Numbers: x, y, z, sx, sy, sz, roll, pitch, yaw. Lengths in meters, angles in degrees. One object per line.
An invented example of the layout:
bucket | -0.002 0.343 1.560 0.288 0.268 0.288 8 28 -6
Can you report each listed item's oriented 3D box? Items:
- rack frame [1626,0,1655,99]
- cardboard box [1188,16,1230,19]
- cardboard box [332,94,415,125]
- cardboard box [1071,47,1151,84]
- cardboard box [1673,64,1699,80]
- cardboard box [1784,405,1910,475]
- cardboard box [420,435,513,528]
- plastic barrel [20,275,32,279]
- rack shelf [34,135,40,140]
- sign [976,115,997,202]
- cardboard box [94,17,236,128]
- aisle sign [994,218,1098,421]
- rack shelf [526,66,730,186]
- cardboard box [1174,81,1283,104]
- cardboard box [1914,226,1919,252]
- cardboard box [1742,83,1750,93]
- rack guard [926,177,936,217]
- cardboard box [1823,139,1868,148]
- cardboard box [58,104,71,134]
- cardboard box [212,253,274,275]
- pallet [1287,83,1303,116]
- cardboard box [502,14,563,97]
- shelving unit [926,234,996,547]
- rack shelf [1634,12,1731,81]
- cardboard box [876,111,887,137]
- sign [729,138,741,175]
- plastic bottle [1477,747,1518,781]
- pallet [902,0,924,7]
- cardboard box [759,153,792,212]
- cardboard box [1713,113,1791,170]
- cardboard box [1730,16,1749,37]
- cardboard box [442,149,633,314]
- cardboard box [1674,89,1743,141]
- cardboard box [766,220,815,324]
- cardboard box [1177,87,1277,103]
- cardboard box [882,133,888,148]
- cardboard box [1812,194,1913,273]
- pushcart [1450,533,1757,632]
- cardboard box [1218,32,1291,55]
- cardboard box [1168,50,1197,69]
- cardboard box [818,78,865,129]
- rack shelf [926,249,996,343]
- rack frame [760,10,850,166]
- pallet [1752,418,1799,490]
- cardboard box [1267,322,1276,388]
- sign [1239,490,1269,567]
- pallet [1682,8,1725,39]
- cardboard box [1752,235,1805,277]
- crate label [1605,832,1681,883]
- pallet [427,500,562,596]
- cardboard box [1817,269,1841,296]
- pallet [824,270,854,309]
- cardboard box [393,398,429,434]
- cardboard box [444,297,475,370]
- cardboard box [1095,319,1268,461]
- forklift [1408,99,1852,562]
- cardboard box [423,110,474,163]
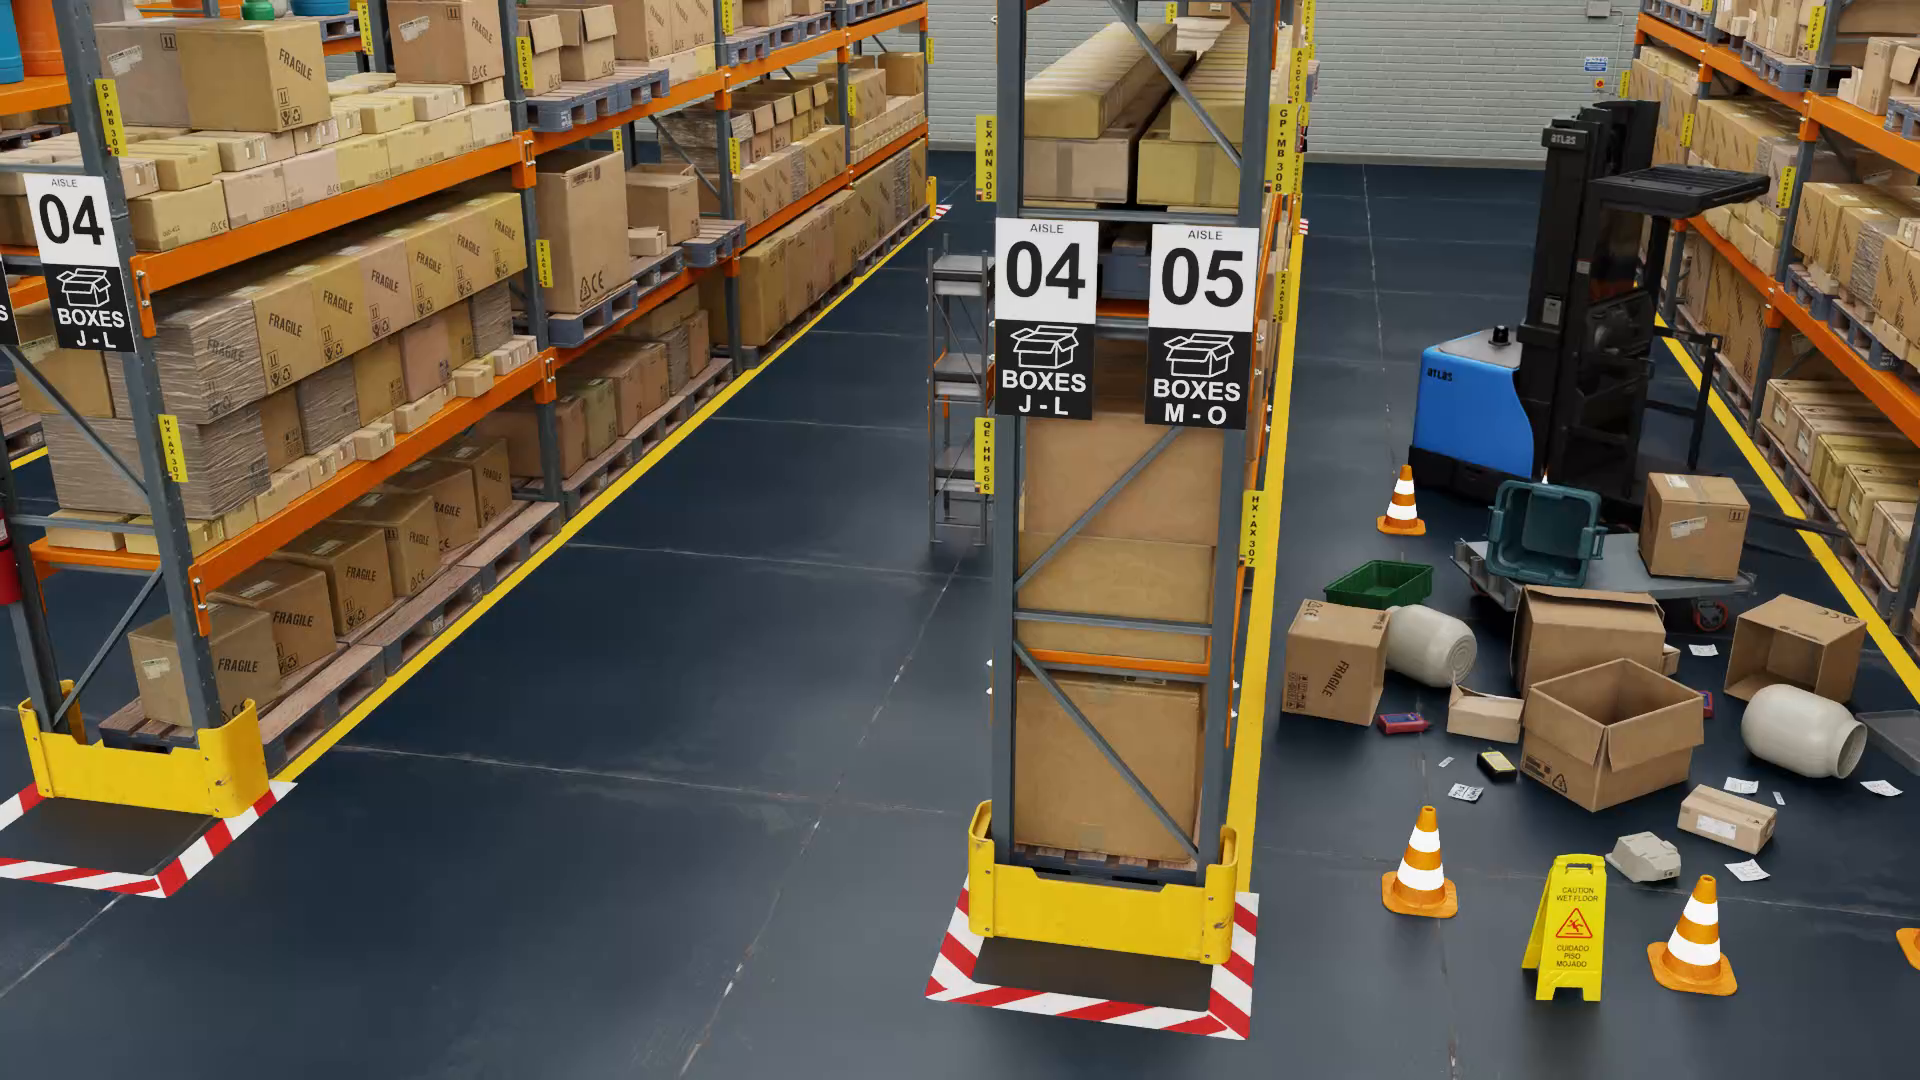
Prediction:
rack frame | 8.771 -5.161 20.654 1.000 3.000 0.127 4 22 11
cardboard box | 2.139 -4.242 14.222 0.500 0.500 0.500 4 22 11
cardboard box | -3.429 -2.513 9.731 0.380 0.149 0.250 5 23 13
cardboard box | 0.738 -2.335 8.195 0.380 0.149 0.250 4 22 11
cardboard box | 8.028 -5.109 18.184 0.380 0.149 0.250 4 22 10
cardboard box | 6.870 -0.735 12.619 0.950 0.372 0.625 4 22 10
cardboard box | -3.500 -0.420 11.666 0.500 0.500 0.500 4 22 9
plastic barrel | -7.808 -2.314 13.769 0.301 0.262 0.301 0 22 0
rack shelf | -11.036 -5.608 22.727 1.077 0.370 4.000 4 22 11
sign | 0.111 -1.462 6.374 0.100 0.325 0.005 4 22 11
cardboard box | -4.127 -2.459 8.728 0.500 0.500 0.500 4 22 11
aisle sign | 0.331 -0.853 6.477 0.394 0.787 0.004 4 22 11
rack shelf | -2.971 -3.317 13.023 1.077 0.370 4.000 4 22 11
cardboard box | 1.297 -2.062 8.050 0.500 0.250 0.500 4 22 11
cardboard box | 6.323 -1.892 10.574 0.380 0.149 0.250 4 22 9
cardboard box | 8.309 -4.700 17.168 0.380 0.149 0.250 5 22 12
rack guard | -0.926 -4.766 23.019 1.175 0.500 0.348 4 22 11
cardboard box | 7.570 -3.090 14.038 0.500 0.500 0.500 5 22 11
cardboard box | -11.074 -5.423 21.169 0.500 0.500 0.500 5 22 12
cardboard box | -4.125 -1.299 9.195 0.500 0.500 0.500 4 22 11
pallet | 1.967 -3.231 12.099 1.003 0.211 1.213 6 23 13
cardboard box | -3.187 -3.327 11.383 0.797 0.503 0.637 3 22 8
shelving unit | 0.034 -1.035 11.612 0.431 2.100 0.503 4 22 11
rack shelf | 8.362 -5.488 18.412 1.077 0.370 4.000 4 22 11
cardboard box | -1.188 -5.046 20.169 0.500 0.250 0.500 5 22 12
sign | -2.030 -3.454 14.970 0.100 0.325 0.005 4 22 11
plastic bottle | 2.836 1.184 8.832 0.133 0.061 0.283 -3 22 -8
pallet | -1.072 -6.995 21.310 1.003 0.211 1.213 4 22 11
cardboard box | -1.994 -3.571 16.571 0.500 0.500 0.500 4 22 10
cardboard box | 7.402 -3.698 15.549 0.500 0.500 0.500 4 22 10
cardboard box | 7.354 -4.740 15.344 0.380 0.166 0.250 3 22 7
cardboard box | -3.080 -2.281 12.137 1.000 1.000 1.000 5 22 11
cardboard box | 7.780 -4.402 17.297 0.500 0.500 0.500 4 22 10
cardboard box | -2.213 -2.777 17.014 1.225 0.875 0.875 5 22 11
cardboard box | 1.071 -1.726 6.681 0.380 0.149 0.250 5 22 11
cardboard box | -1.097 -4.894 20.327 0.380 0.149 0.250 5 22 12
cardboard box | 6.720 -2.277 12.397 0.500 0.500 0.500 6 23 14
pushcart | 4.080 0.288 10.633 1.648 0.377 0.936 -3 22 -8
cardboard box | 1.589 -2.657 8.993 0.380 0.149 0.250 4 22 11
cardboard box | 1.082 -2.657 9.526 0.500 0.250 0.500 5 22 11
cardboard box | -1.399 -5.026 19.116 0.500 0.500 0.500 4 22 11
rack shelf | 0.034 -1.671 11.355 0.431 0.518 0.480 4 22 11
rack frame | -1.747 -4.454 18.898 1.000 3.000 0.127 4 22 11
pallet | 6.977 -0.657 13.201 1.003 0.211 1.213 4 22 11
cardboard box | 1.826 -1.331 11.010 0.500 0.500 0.500 5 22 12
sign | 1.181 -0.044 6.683 0.100 0.325 0.005 4 22 11
pallet | 8.132 -5.347 17.219 1.003 0.211 1.213 4 22 11
cardboard box | 6.987 -2.371 13.926 0.500 0.250 0.500 4 22 9
crate label | 3.274 1.510 7.921 0.250 0.136 0.298 -7 23 -17
pallet | -3.482 0.014 11.537 1.003 0.211 1.213 4 22 11
cardboard box | 6.622 -1.913 12.362 0.380 0.149 0.250 5 22 11
pallet | -1.831 -2.873 18.704 1.003 0.211 1.213 4 22 11
cardboard box | -3.456 -0.763 10.070 0.380 0.149 0.250 4 22 11
cardboard box | -3.668 -1.373 10.714 0.875 0.500 0.500 4 22 11
cardboard box | 1.022 -0.756 8.070 0.875 0.550 0.550 4 22 11
forklift | 4.839 -1.519 11.702 1.130 2.935 3.031 -19 28 -38
cardboard box | -3.334 -2.473 10.165 0.500 0.250 0.500 5 22 12
